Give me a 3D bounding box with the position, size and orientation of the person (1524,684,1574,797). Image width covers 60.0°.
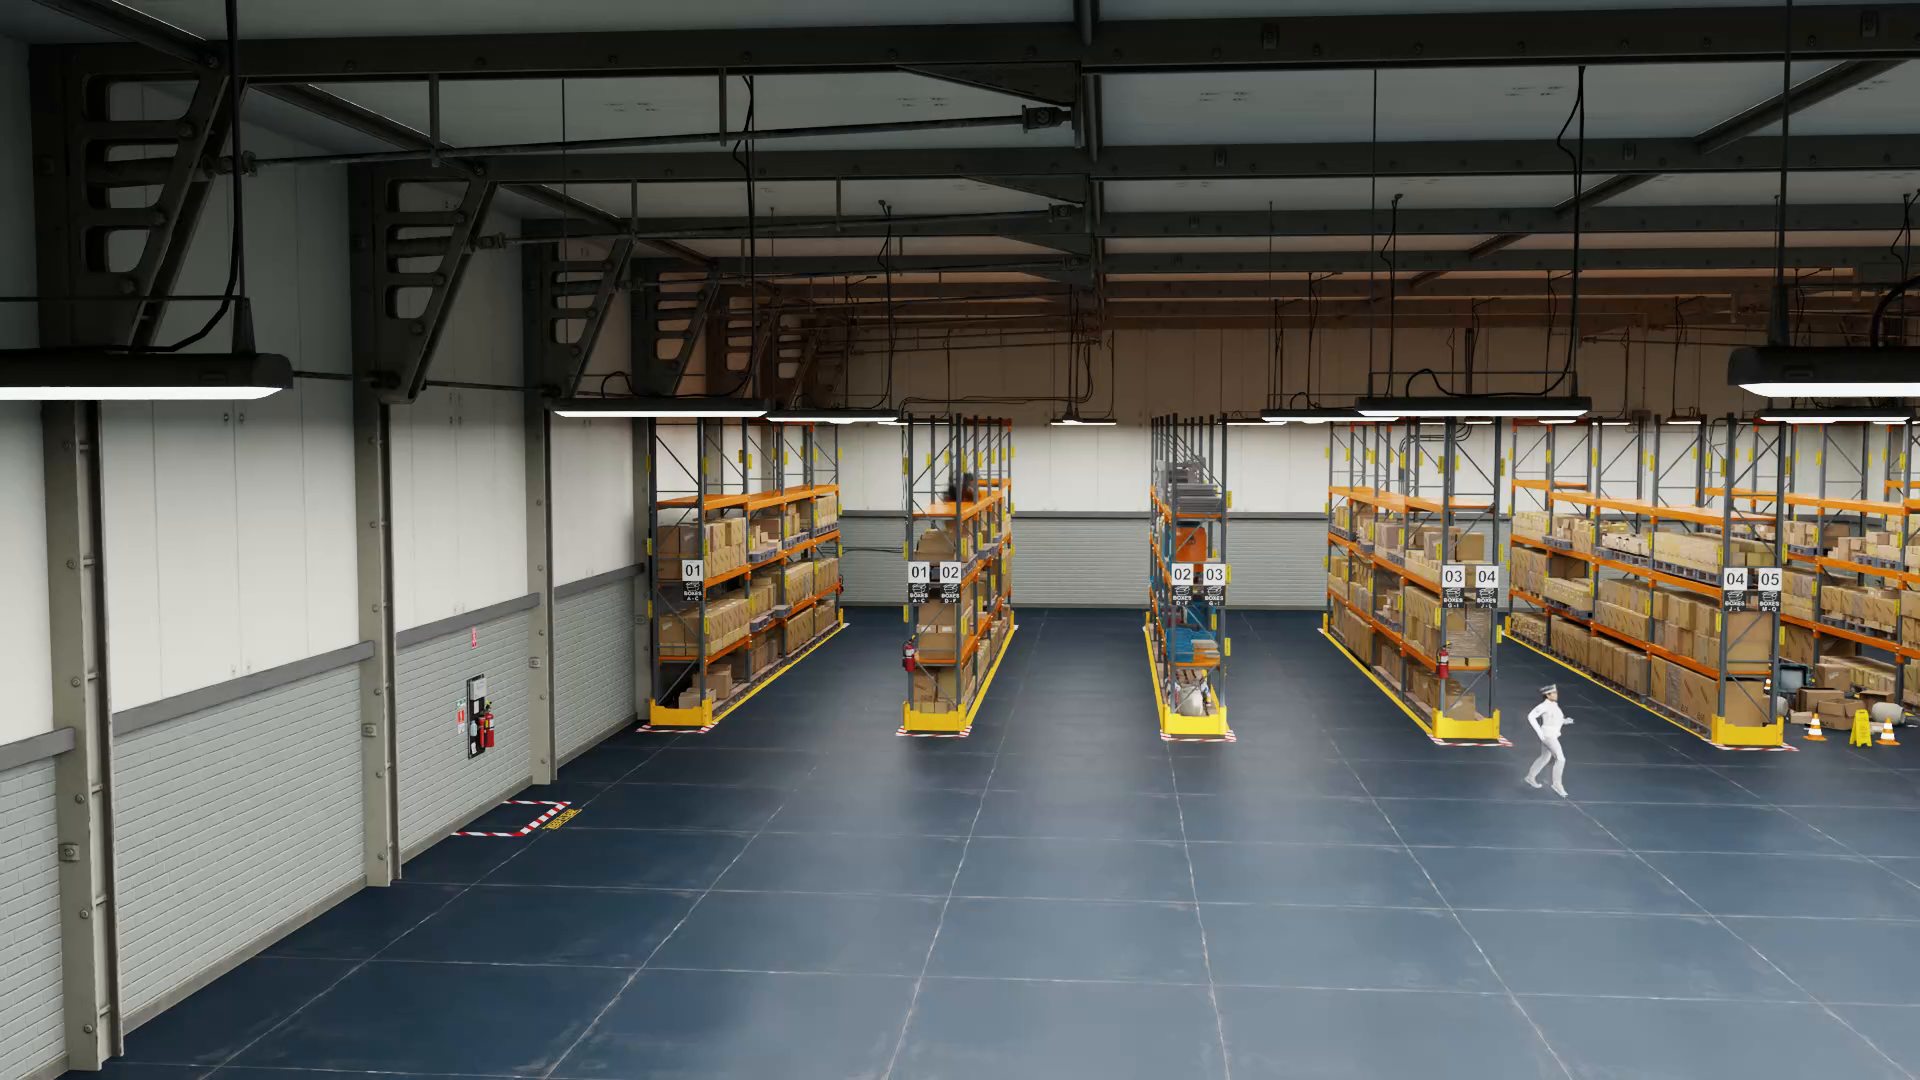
[{"bbox_3d":[9.219,3.124,26.050,0.761,1.745,0.583,3,5,35],"label":"person"}]

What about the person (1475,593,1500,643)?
[{"bbox_3d":[13.790,1.898,43.577,0.673,1.833,0.928,1,4,8],"label":"person"}]
